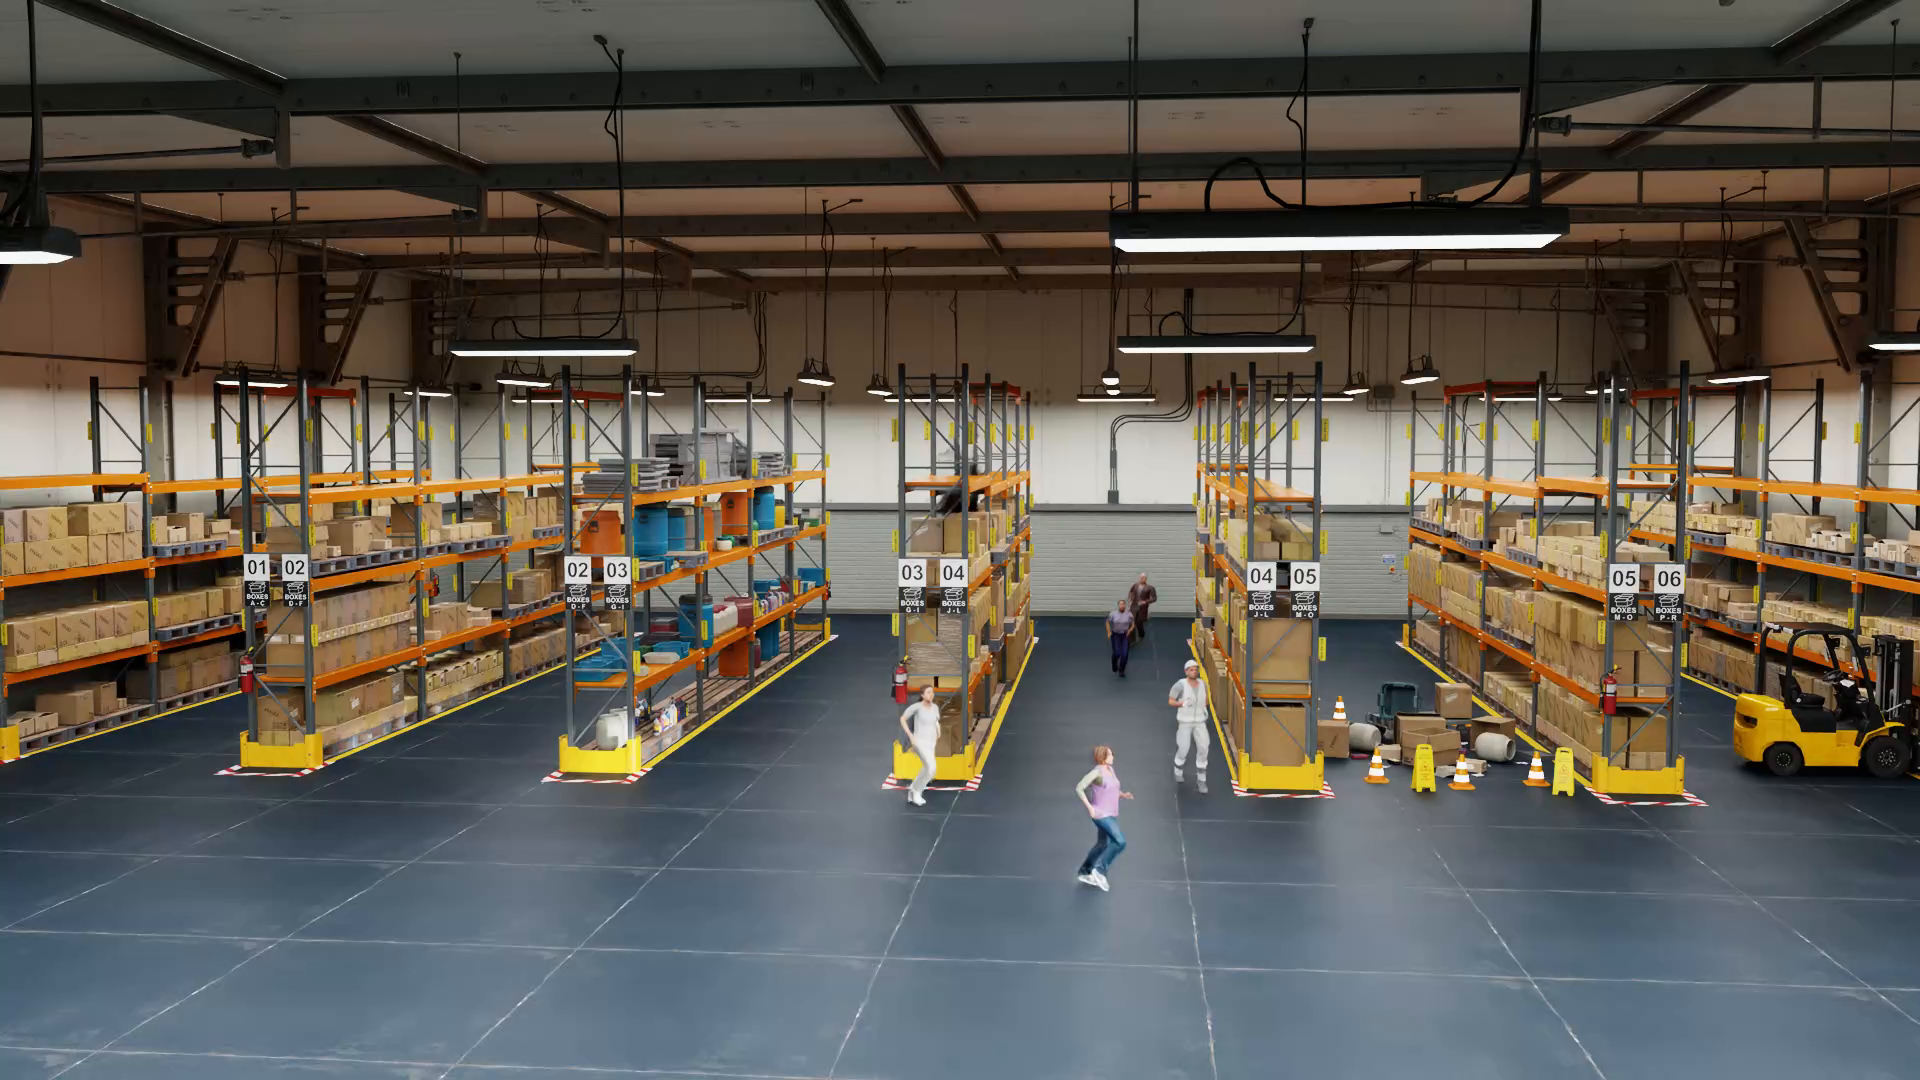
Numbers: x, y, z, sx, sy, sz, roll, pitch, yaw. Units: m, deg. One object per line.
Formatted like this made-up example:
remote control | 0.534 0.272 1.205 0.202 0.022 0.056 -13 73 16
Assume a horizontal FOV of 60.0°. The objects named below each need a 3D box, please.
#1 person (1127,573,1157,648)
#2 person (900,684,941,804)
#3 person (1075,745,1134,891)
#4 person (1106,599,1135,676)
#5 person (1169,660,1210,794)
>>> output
person | 4.262 1.643 39.027 0.753 1.742 0.889 2 4 29
person | -0.481 2.744 22.323 0.558 1.636 0.571 -3 5 -43
person | 1.586 3.032 18.183 0.656 1.586 0.506 2 4 24
person | 3.303 2.014 34.132 0.592 1.598 0.588 0 4 -1
person | 3.237 2.608 23.396 0.647 1.859 0.714 -1 4 -11
